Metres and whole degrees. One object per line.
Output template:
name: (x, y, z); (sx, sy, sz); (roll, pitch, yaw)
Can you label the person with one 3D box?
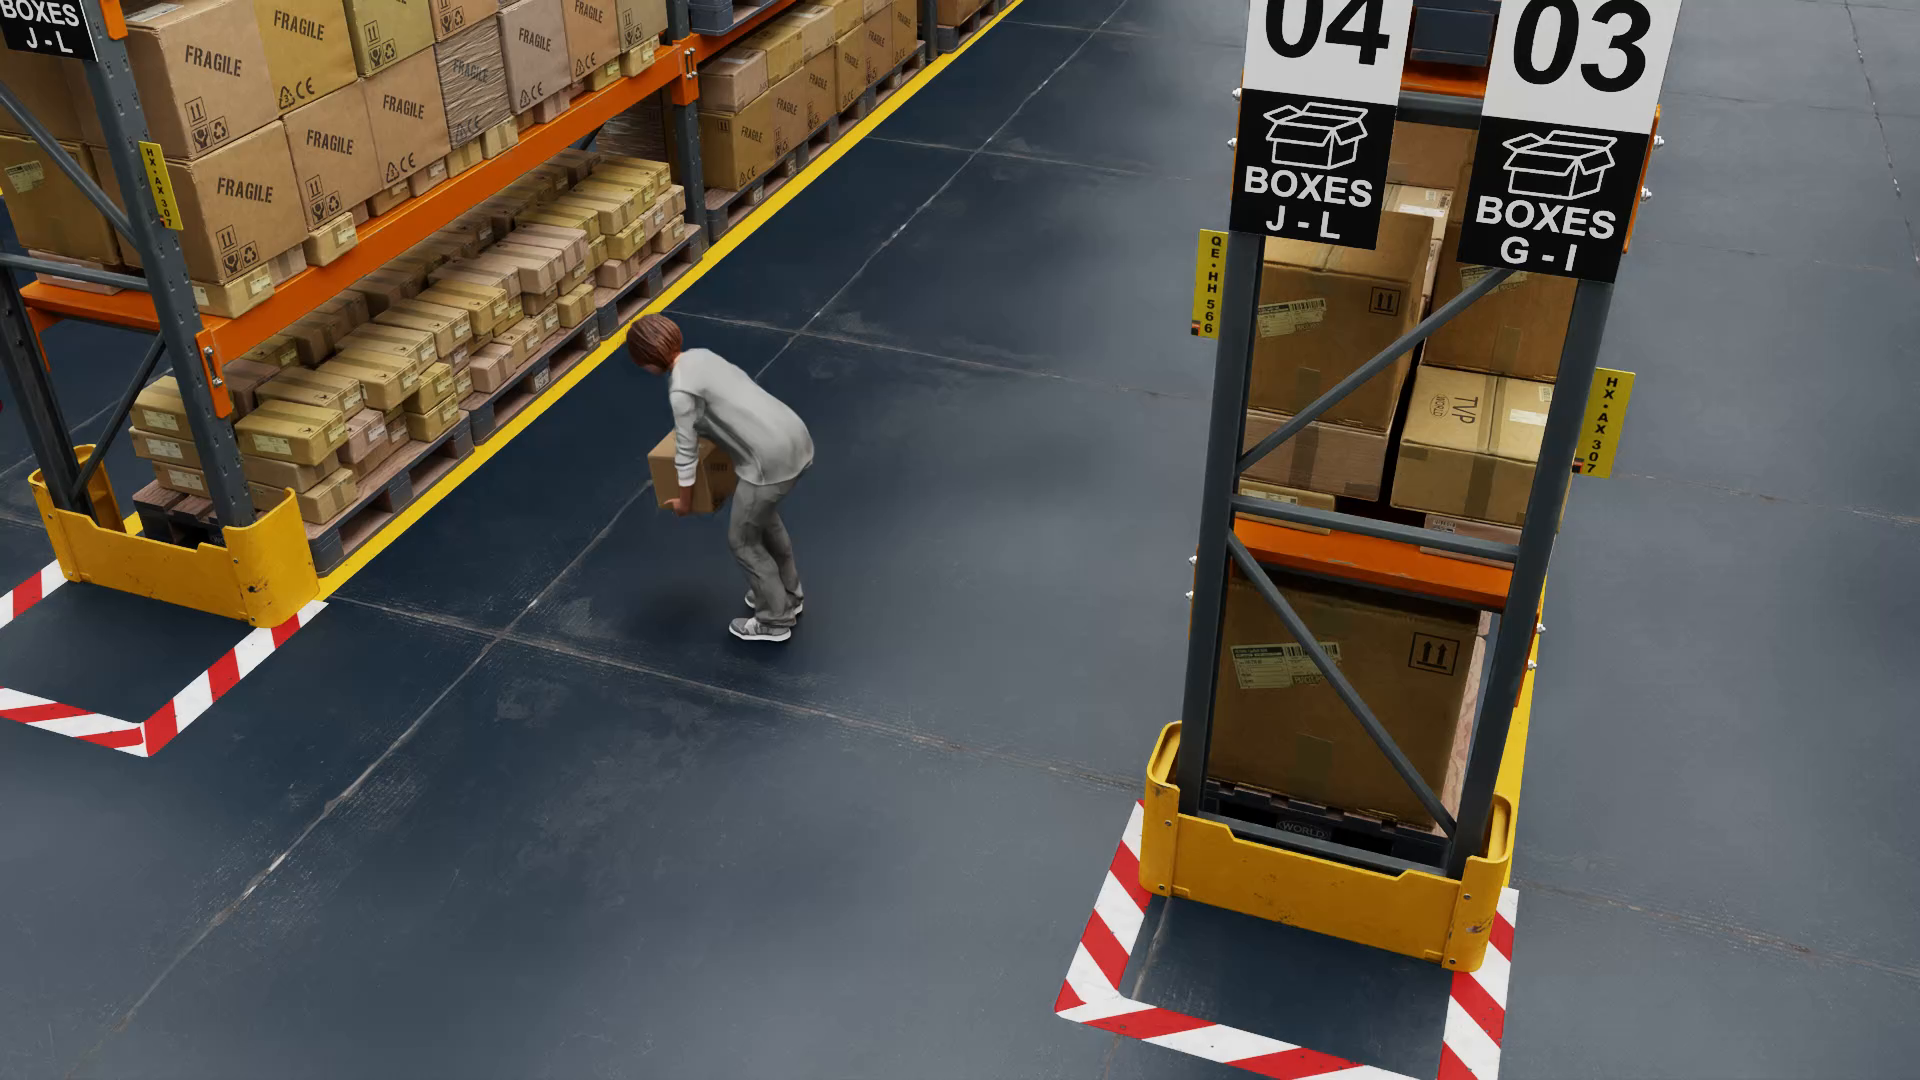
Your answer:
person: (-0.851, -0.165, 6.748); (0.511, 1.213, 0.373); (11, 35, 15)
